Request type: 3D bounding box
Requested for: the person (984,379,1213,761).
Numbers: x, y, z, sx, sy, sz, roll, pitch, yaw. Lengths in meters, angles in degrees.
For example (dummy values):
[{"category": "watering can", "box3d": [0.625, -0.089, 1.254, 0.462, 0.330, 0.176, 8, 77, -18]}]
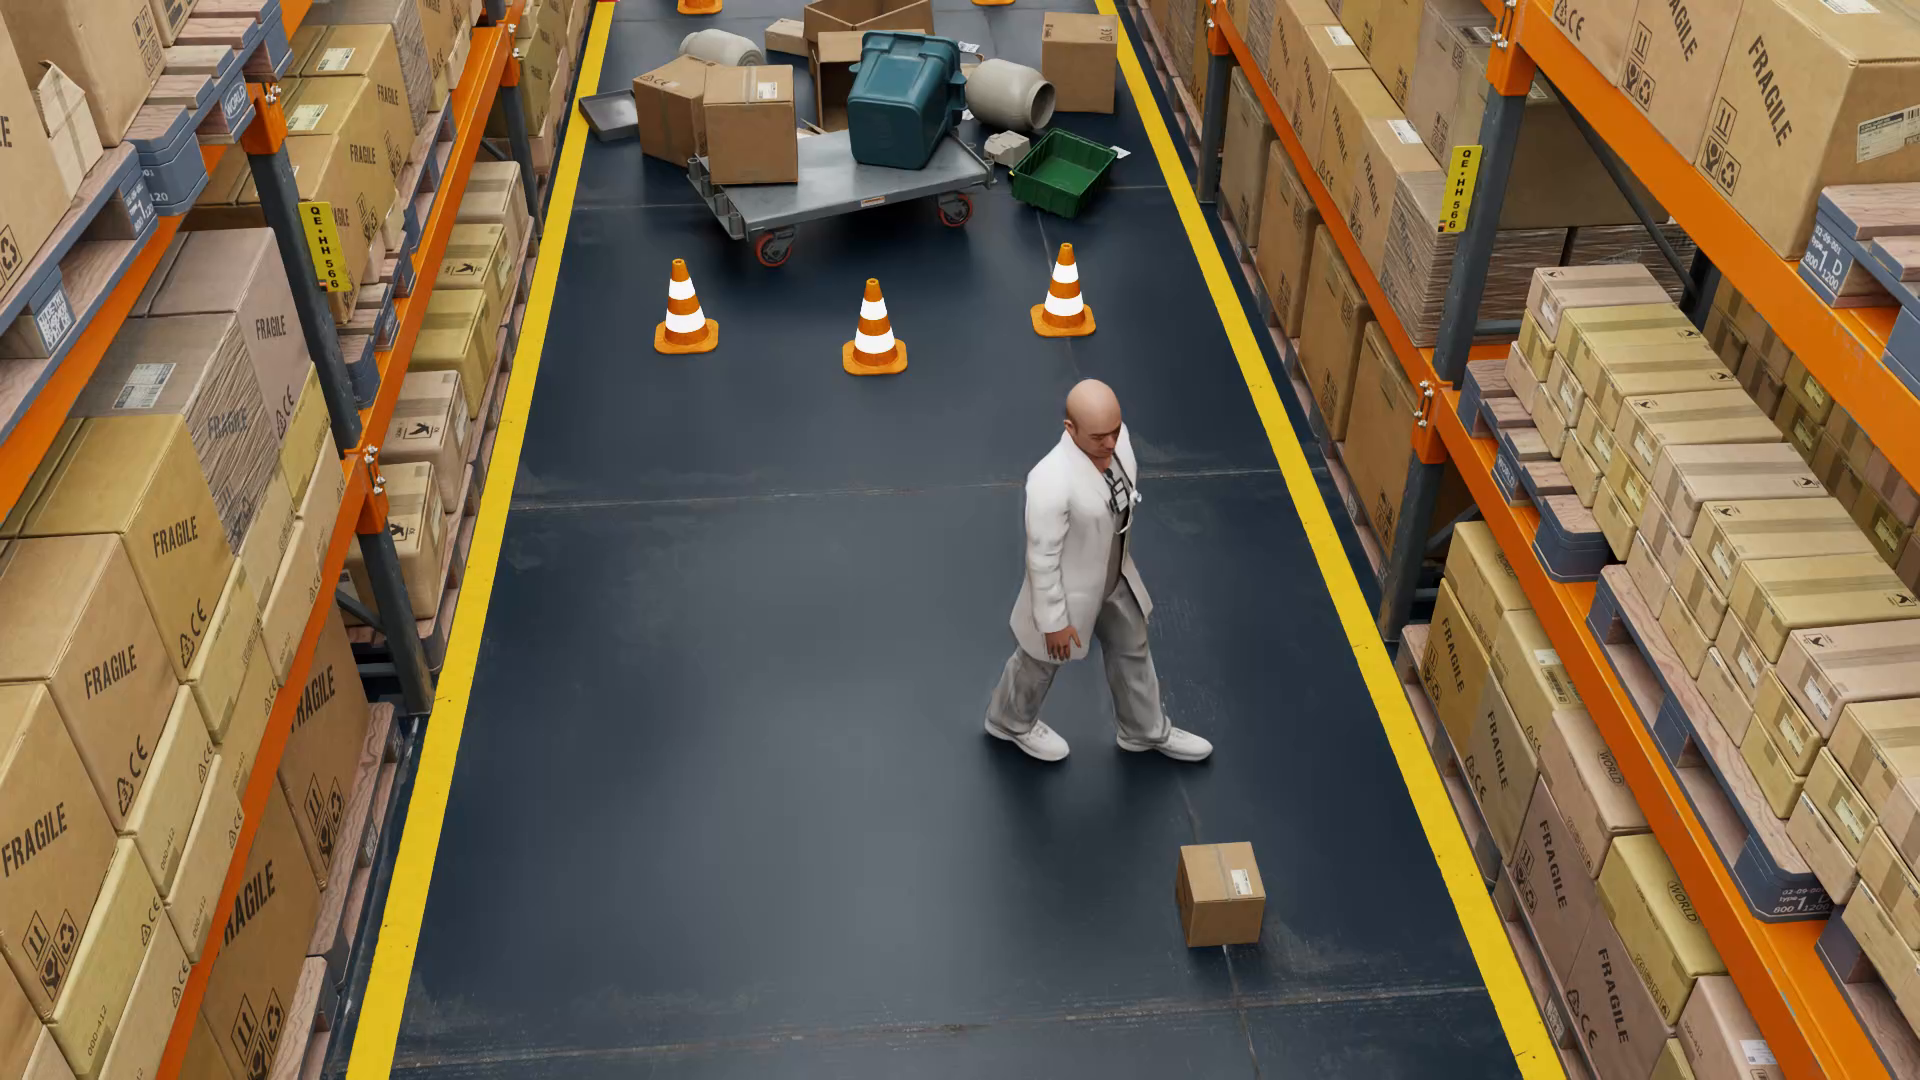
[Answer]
[{"category": "person", "box3d": [0.479, 0.163, 5.937, 0.827, 1.754, 0.634, 24, 45, 27]}]
